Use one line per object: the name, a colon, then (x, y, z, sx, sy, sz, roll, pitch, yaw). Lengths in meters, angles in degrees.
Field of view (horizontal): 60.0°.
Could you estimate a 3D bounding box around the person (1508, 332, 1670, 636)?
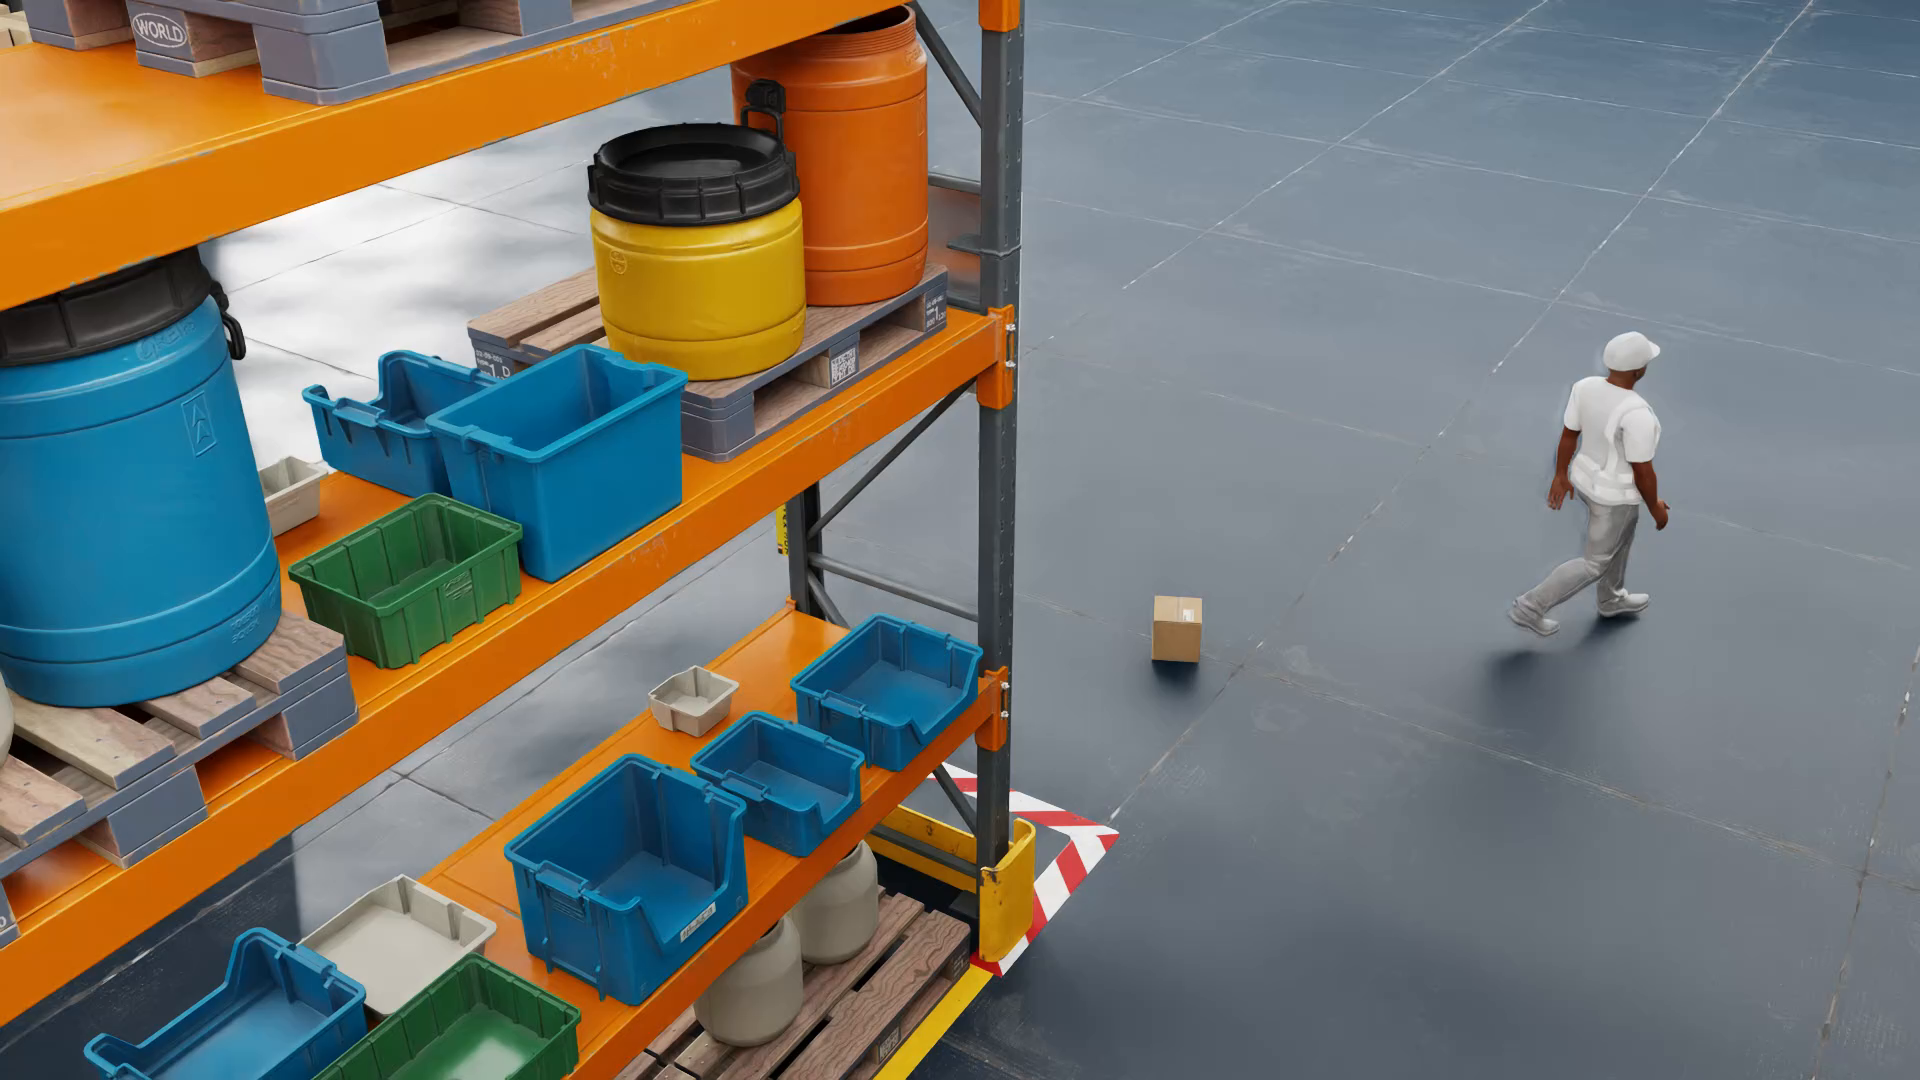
person: (3.365, -0.275, 8.633, 0.962, 1.727, 0.557, -6, 31, -10)
